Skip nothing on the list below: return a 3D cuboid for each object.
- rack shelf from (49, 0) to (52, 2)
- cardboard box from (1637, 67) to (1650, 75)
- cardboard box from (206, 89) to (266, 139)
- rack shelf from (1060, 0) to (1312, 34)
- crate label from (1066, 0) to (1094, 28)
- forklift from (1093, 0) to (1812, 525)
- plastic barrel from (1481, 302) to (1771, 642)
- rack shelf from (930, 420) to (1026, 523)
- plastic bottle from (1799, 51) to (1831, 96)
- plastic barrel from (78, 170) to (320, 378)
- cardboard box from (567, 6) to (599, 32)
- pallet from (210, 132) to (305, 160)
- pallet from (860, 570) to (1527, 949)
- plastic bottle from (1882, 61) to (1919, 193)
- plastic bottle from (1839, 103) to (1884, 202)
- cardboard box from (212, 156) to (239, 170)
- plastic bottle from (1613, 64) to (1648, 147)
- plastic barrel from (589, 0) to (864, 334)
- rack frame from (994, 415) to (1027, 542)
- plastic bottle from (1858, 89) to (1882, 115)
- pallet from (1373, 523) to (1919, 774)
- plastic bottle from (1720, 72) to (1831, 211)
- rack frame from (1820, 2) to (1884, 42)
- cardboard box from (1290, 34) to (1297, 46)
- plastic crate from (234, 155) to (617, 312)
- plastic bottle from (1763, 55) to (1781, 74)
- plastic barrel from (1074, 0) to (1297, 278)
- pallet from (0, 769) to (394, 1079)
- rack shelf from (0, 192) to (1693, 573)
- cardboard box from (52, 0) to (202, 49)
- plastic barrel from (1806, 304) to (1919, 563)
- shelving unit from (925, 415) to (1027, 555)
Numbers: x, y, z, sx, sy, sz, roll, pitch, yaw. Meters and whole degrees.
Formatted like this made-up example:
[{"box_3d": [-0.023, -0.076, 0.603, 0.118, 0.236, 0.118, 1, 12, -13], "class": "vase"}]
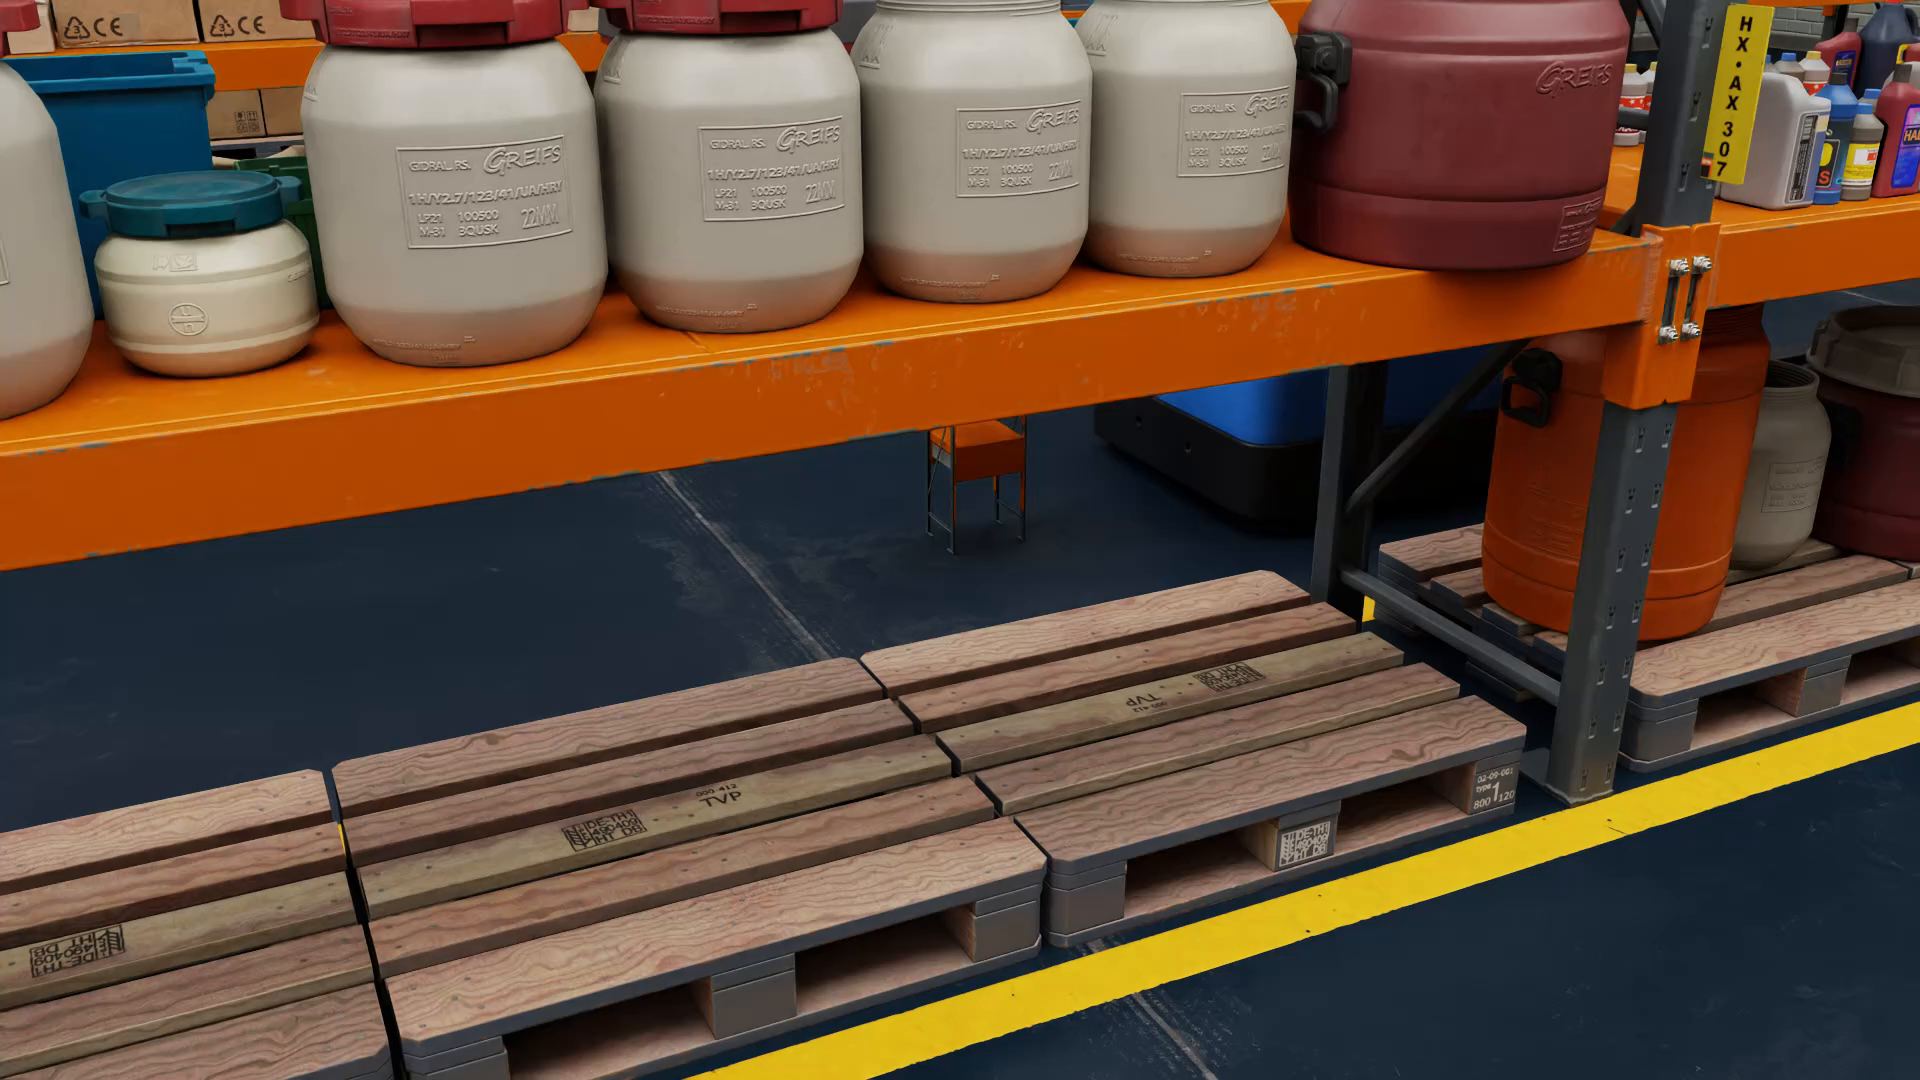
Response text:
[{"box_3d": [-4.871, -3.708, 11.227, 4.000, 0.370, 1.077, -10, 25, -24], "class": "rack shelf"}, {"box_3d": [4.377, -2.693, 10.522, 0.637, 0.503, 0.797, -10, 25, -24], "class": "cardboard box"}, {"box_3d": [-5.096, -3.059, 11.410, 0.500, 0.500, 0.700, -10, 25, -23], "class": "cardboard box"}, {"box_3d": [0.885, -2.665, 8.707, 4.000, 0.370, 1.077, -10, 25, -24], "class": "rack shelf"}, {"box_3d": [0.215, -0.903, 3.463, 0.616, 0.435, 0.502, -10, 25, -24], "class": "crate label"}, {"box_3d": [2.035, -1.775, 5.706, 3.031, 2.935, 1.130, -11, 25, -24], "class": "forklift"}, {"box_3d": [1.661, -0.236, 4.188, 0.708, 0.830, 0.600, -10, 25, -24], "class": "plastic barrel"}, {"box_3d": [0.048, -0.227, 5.181, 0.240, 0.259, 0.215, -10, 25, -24], "class": "rack shelf"}, {"box_3d": [2.341, -1.245, 4.595, 0.097, 0.201, 0.097, 0, 22, 0], "class": "plastic bottle"}, {"box_3d": [-1.118, -0.397, 2.469, 0.301, 0.262, 0.301, 0, 22, 0], "class": "plastic barrel"}, {"box_3d": [-1.608, -2.305, 7.226, 0.250, 0.149, 0.380, -10, 25, -24], "class": "cardboard box"}, {"box_3d": [-4.872, -2.754, 11.627, 1.213, 0.211, 1.003, -10, 25, -24], "class": "pallet"}, {"box_3d": [0.513, 0.445, 3.898, 1.213, 0.211, 1.003, -10, 25, -24], "class": "pallet"}, {"box_3d": [2.175, -0.938, 3.756, 0.135, 0.276, 0.152, -10, 25, -24], "class": "plastic bottle"}, {"box_3d": [1.962, -0.853, 3.648, 0.097, 0.201, 0.097, 0, 22, 0], "class": "plastic bottle"}, {"box_3d": [-3.364, -1.521, 7.316, 0.500, 0.311, 0.500, -11, 25, -24], "class": "cardboard box"}, {"box_3d": [1.727, -1.132, 4.322, 0.097, 0.201, 0.097, 0, 22, 0], "class": "plastic bottle"}, {"box_3d": [-0.369, -0.634, 2.682, 0.433, 0.535, 0.433, 0, 22, 0], "class": "plastic barrel"}, {"box_3d": [0.158, -0.514, 5.120, 0.008, 1.050, 0.200, -10, 25, -24], "class": "rack frame"}, {"box_3d": [2.104, -0.943, 3.867, 0.097, 0.201, 0.097, 0, 22, 0], "class": "plastic bottle"}, {"box_3d": [1.920, 0.185, 4.527, 1.213, 0.211, 1.003, -10, 25, -24], "class": "pallet"}, {"box_3d": [1.758, -0.861, 3.571, 0.135, 0.276, 0.152, -10, 25, -24], "class": "plastic bottle"}, {"box_3d": [6.291, -3.993, 10.974, 0.127, 3.000, 1.000, -10, 25, -24], "class": "rack frame"}, {"box_3d": [2.648, -4.421, 14.728, 0.500, 0.500, 0.700, -11, 25, -25], "class": "cardboard box"}, {"box_3d": [-0.930, -0.583, 3.013, 0.662, 0.188, 0.450, -10, 25, -24], "class": "plastic crate"}, {"box_3d": [2.165, -1.212, 4.517, 0.097, 0.201, 0.097, 0, 22, 0], "class": "plastic bottle"}, {"box_3d": [0.393, -0.766, 3.031, 0.421, 0.512, 0.421, 0, 22, 0], "class": "plastic barrel"}, {"box_3d": [-1.686, 0.850, 2.920, 1.213, 0.211, 1.003, -10, 25, -24], "class": "pallet"}, {"box_3d": [-0.575, -0.294, 2.979, 4.000, 0.370, 1.077, -10, 25, -24], "class": "rack shelf"}, {"box_3d": [-3.348, -2.258, 6.651, 0.500, 0.500, 0.500, -9, 24, -20], "class": "cardboard box"}, {"box_3d": [2.679, -0.312, 4.686, 0.708, 0.588, 0.600, -10, 25, -24], "class": "plastic barrel"}, {"box_3d": [0.048, -0.494, 5.071, 0.252, 1.050, 0.215, -10, 25, -24], "class": "shelving unit"}]
